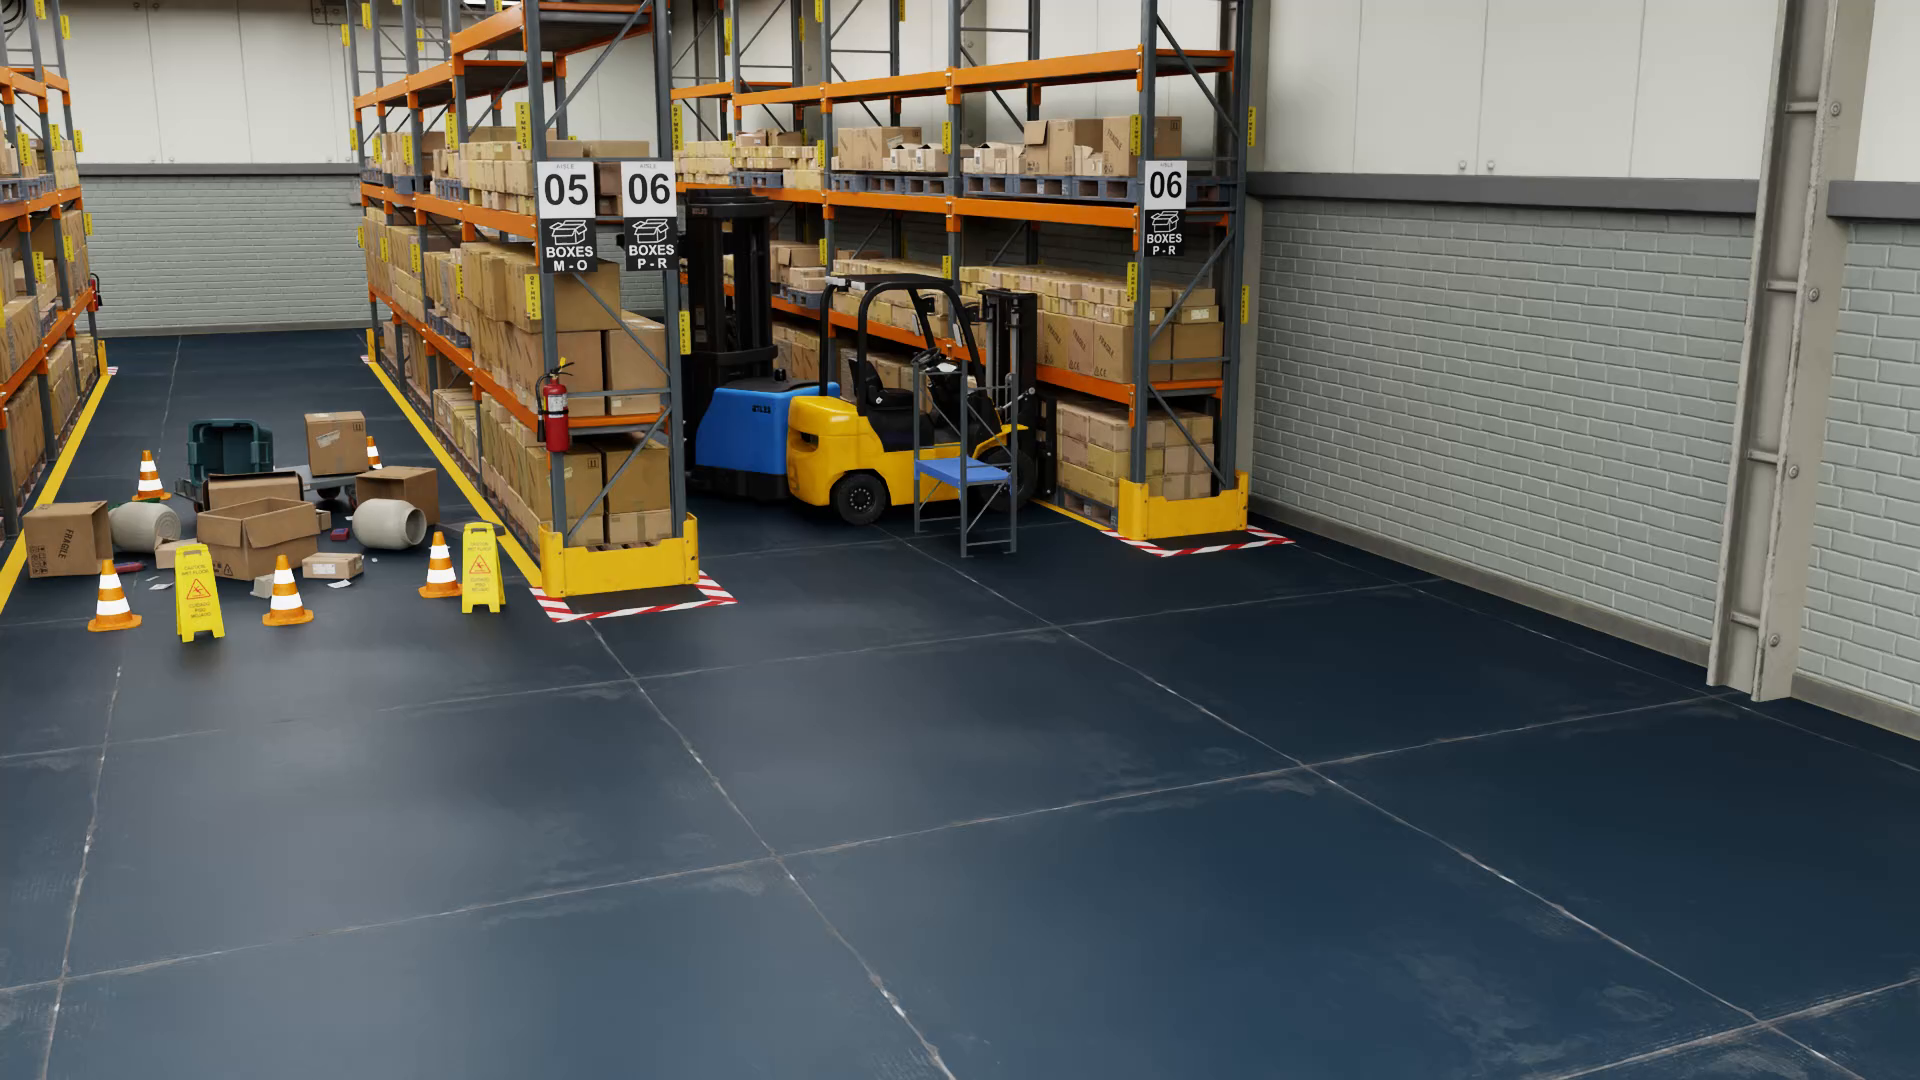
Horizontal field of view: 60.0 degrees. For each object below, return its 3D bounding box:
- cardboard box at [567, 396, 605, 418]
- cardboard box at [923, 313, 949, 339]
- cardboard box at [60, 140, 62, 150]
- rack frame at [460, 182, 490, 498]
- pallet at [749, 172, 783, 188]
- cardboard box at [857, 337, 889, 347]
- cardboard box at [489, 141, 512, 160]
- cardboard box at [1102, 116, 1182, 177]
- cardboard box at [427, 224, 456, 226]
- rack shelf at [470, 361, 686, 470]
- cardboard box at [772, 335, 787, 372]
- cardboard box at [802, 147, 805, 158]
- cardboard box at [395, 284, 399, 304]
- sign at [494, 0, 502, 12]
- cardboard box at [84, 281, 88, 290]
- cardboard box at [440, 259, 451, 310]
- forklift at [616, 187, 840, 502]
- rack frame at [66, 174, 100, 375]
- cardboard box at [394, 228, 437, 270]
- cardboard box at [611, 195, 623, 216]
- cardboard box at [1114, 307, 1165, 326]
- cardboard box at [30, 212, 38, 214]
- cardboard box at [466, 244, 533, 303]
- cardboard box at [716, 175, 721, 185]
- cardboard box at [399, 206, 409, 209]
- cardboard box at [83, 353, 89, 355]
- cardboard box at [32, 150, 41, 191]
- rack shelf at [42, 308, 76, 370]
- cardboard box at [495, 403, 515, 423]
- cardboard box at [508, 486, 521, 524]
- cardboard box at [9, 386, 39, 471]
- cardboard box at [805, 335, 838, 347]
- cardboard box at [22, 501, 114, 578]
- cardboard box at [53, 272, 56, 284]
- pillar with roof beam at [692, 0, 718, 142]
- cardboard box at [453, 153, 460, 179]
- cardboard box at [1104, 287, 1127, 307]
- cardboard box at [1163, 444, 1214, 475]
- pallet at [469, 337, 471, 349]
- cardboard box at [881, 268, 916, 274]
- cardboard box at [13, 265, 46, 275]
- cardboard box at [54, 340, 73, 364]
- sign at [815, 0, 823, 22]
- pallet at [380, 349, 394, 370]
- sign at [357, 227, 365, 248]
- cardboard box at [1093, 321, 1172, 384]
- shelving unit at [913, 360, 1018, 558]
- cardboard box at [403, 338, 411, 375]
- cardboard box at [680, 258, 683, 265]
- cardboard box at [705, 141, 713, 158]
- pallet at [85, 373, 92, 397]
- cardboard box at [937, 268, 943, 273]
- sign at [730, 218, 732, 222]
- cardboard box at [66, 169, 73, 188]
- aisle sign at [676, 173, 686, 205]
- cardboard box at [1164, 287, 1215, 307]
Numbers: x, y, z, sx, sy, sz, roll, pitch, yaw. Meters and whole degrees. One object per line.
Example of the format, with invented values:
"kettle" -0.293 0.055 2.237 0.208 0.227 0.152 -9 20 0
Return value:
"cardboard box" -2.932 -1.031 12.729 0.380 0.149 0.250 -5 14 -21
"cardboard box" -0.083 -2.378 18.326 0.500 0.250 0.500 -5 14 -22
"cardboard box" -12.265 -5.291 22.264 0.380 0.149 0.250 -5 14 -20
"rack frame" -4.188 -1.922 16.021 1.000 3.000 0.127 -6 14 -23
"pallet" -2.231 -5.038 23.252 1.213 0.211 1.003 -6 14 -23
"cardboard box" -1.168 -2.636 22.281 0.380 0.149 0.250 -5 14 -20
"cardboard box" -3.637 -3.180 13.593 0.380 0.149 0.250 -5 14 -22
"cardboard box" 1.560 -3.377 14.283 0.500 0.500 0.500 -5 14 -21
"cardboard box" -7.362 -4.231 23.558 0.500 0.500 0.500 -6 14 -23
"rack shelf" -3.387 -1.158 14.317 1.077 0.370 4.000 -6 14 -23
"cardboard box" -2.441 -2.678 23.899 0.500 0.500 0.500 -6 14 -25
"cardboard box" -1.878 -5.140 22.061 0.380 0.149 0.250 -6 14 -24
"cardboard box" -7.250 -3.280 22.222 0.500 0.250 0.500 -6 14 -24
"sign" -5.297 -6.216 19.021 0.100 0.325 0.005 -6 14 -23
"cardboard box" -13.101 -3.769 24.559 0.380 0.149 0.250 -6 14 -23
"cardboard box" -5.195 -2.712 17.624 0.500 0.500 0.500 -6 14 -25
"forklift" -2.681 -2.011 16.558 3.031 2.935 1.130 8 15 31
"rack frame" -13.490 -3.933 24.711 1.000 3.000 0.127 -6 14 -23
"cardboard box" -7.052 -3.787 21.641 0.500 0.500 0.500 -6 14 -24
"cardboard box" -2.421 -2.532 12.563 0.380 0.149 0.250 -6 14 -23
"cardboard box" 1.565 -1.956 14.507 0.380 0.149 0.250 -5 14 -22
"cardboard box" -13.346 -4.393 23.601 0.500 0.500 0.500 -5 14 -21
"cardboard box" -4.026 -2.385 14.922 0.700 0.500 0.500 -6 14 -23
"cardboard box" -3.550 -5.569 25.682 0.380 0.149 0.250 -6 14 -23
"cardboard box" -8.668 -5.197 26.294 0.380 0.149 0.250 -5 14 -22
"cardboard box" -12.503 -2.543 23.435 0.380 0.149 0.250 -5 14 -20
"cardboard box" -10.683 -4.138 18.722 0.500 0.500 0.500 -6 14 -23
"rack shelf" -11.087 -2.343 19.436 1.077 0.370 4.000 -6 14 -23
"cardboard box" -3.886 -1.129 14.662 0.380 0.149 0.250 -5 14 -20
"cardboard box" -3.571 -0.318 14.260 0.500 0.250 0.500 -6 14 -25
"cardboard box" -9.771 -1.075 16.418 1.050 0.750 0.750 -5 14 -22
"cardboard box" -1.877 -2.691 22.519 0.380 0.149 0.250 -6 14 -25
"cardboard box" -7.121 -0.009 13.295 0.500 0.500 0.500 -3 13 -13
"cardboard box" -11.548 -3.269 20.810 0.380 0.149 0.250 -5 14 -21
"pillar with roof beam" -8.647 -8.022 29.076 9.100 9.000 0.548 -6 14 -23
"cardboard box" -4.753 -3.727 16.571 0.500 0.250 0.500 -5 14 -22
"cardboard box" 1.497 -2.157 14.718 0.380 0.149 0.250 -6 14 -23
"cardboard box" 1.962 -0.769 15.098 0.500 0.250 0.500 -5 14 -22
"pallet" -4.361 -1.999 16.782 1.003 0.211 1.213 -6 14 -23
"cardboard box" -0.698 -3.095 19.431 0.380 0.149 0.250 -6 14 -24
"cardboard box" -11.138 -3.199 19.846 0.380 0.149 0.250 -6 14 -25
"cardboard box" -11.358 -2.328 20.724 0.500 0.250 0.500 -6 14 -24
"sign" -1.737 -6.563 20.521 0.100 0.325 0.005 -6 14 -23
"pallet" -8.603 -2.884 26.364 1.003 0.211 1.213 -6 14 -23
"sign" -9.506 -4.812 26.415 0.100 0.325 0.005 -6 14 -23
"cardboard box" 1.523 -1.671 14.716 0.500 0.500 0.500 -6 14 -24
"shelving unit" 0.034 -0.713 14.125 0.538 1.500 1.048 -6 14 -23
"cardboard box" -7.546 -2.670 24.006 0.875 0.438 0.875 -6 14 -24
"cardboard box" -4.514 -4.804 28.147 0.500 0.250 0.500 -6 14 -23
"cardboard box" -3.676 -6.093 25.953 0.500 0.250 0.500 -5 14 -22
"pallet" -12.682 -2.136 23.131 1.003 0.211 1.213 -6 14 -23
"cardboard box" -0.048 -3.096 19.433 0.380 0.149 0.250 -6 14 -23
"sign" -3.932 -5.614 28.706 0.100 0.325 0.005 -6 14 -23
"cardboard box" -12.437 -4.935 22.719 0.500 0.250 0.500 -5 14 -20
"aisle sign" -4.745 -6.104 28.327 0.394 0.787 0.004 -6 14 -23
"cardboard box" 2.022 -2.143 14.656 0.380 0.149 0.250 -6 14 -24
